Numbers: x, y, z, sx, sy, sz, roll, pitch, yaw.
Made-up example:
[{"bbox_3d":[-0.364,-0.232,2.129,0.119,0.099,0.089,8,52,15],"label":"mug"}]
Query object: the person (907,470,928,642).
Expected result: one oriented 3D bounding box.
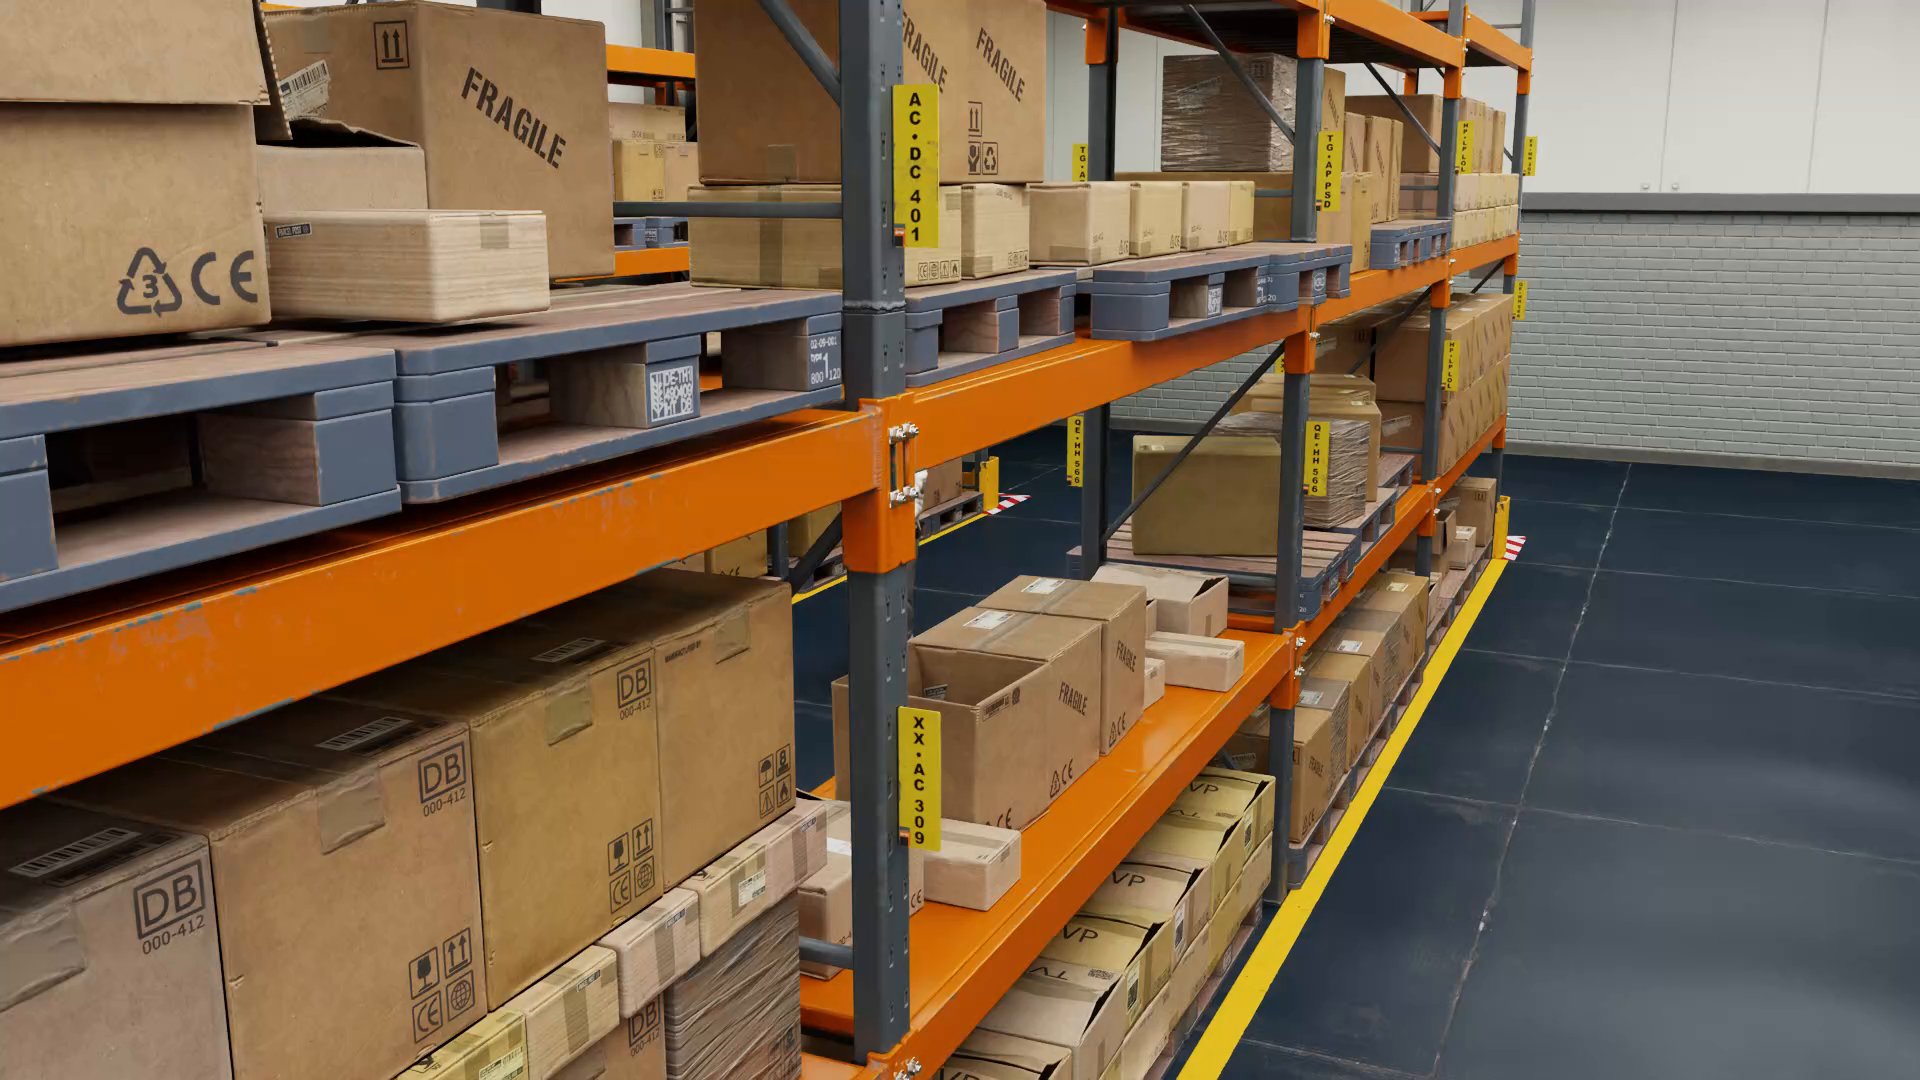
[{"bbox_3d":[-0.481,0.012,11.357,0.459,1.686,0.563,6,14,24],"label":"person"}]
